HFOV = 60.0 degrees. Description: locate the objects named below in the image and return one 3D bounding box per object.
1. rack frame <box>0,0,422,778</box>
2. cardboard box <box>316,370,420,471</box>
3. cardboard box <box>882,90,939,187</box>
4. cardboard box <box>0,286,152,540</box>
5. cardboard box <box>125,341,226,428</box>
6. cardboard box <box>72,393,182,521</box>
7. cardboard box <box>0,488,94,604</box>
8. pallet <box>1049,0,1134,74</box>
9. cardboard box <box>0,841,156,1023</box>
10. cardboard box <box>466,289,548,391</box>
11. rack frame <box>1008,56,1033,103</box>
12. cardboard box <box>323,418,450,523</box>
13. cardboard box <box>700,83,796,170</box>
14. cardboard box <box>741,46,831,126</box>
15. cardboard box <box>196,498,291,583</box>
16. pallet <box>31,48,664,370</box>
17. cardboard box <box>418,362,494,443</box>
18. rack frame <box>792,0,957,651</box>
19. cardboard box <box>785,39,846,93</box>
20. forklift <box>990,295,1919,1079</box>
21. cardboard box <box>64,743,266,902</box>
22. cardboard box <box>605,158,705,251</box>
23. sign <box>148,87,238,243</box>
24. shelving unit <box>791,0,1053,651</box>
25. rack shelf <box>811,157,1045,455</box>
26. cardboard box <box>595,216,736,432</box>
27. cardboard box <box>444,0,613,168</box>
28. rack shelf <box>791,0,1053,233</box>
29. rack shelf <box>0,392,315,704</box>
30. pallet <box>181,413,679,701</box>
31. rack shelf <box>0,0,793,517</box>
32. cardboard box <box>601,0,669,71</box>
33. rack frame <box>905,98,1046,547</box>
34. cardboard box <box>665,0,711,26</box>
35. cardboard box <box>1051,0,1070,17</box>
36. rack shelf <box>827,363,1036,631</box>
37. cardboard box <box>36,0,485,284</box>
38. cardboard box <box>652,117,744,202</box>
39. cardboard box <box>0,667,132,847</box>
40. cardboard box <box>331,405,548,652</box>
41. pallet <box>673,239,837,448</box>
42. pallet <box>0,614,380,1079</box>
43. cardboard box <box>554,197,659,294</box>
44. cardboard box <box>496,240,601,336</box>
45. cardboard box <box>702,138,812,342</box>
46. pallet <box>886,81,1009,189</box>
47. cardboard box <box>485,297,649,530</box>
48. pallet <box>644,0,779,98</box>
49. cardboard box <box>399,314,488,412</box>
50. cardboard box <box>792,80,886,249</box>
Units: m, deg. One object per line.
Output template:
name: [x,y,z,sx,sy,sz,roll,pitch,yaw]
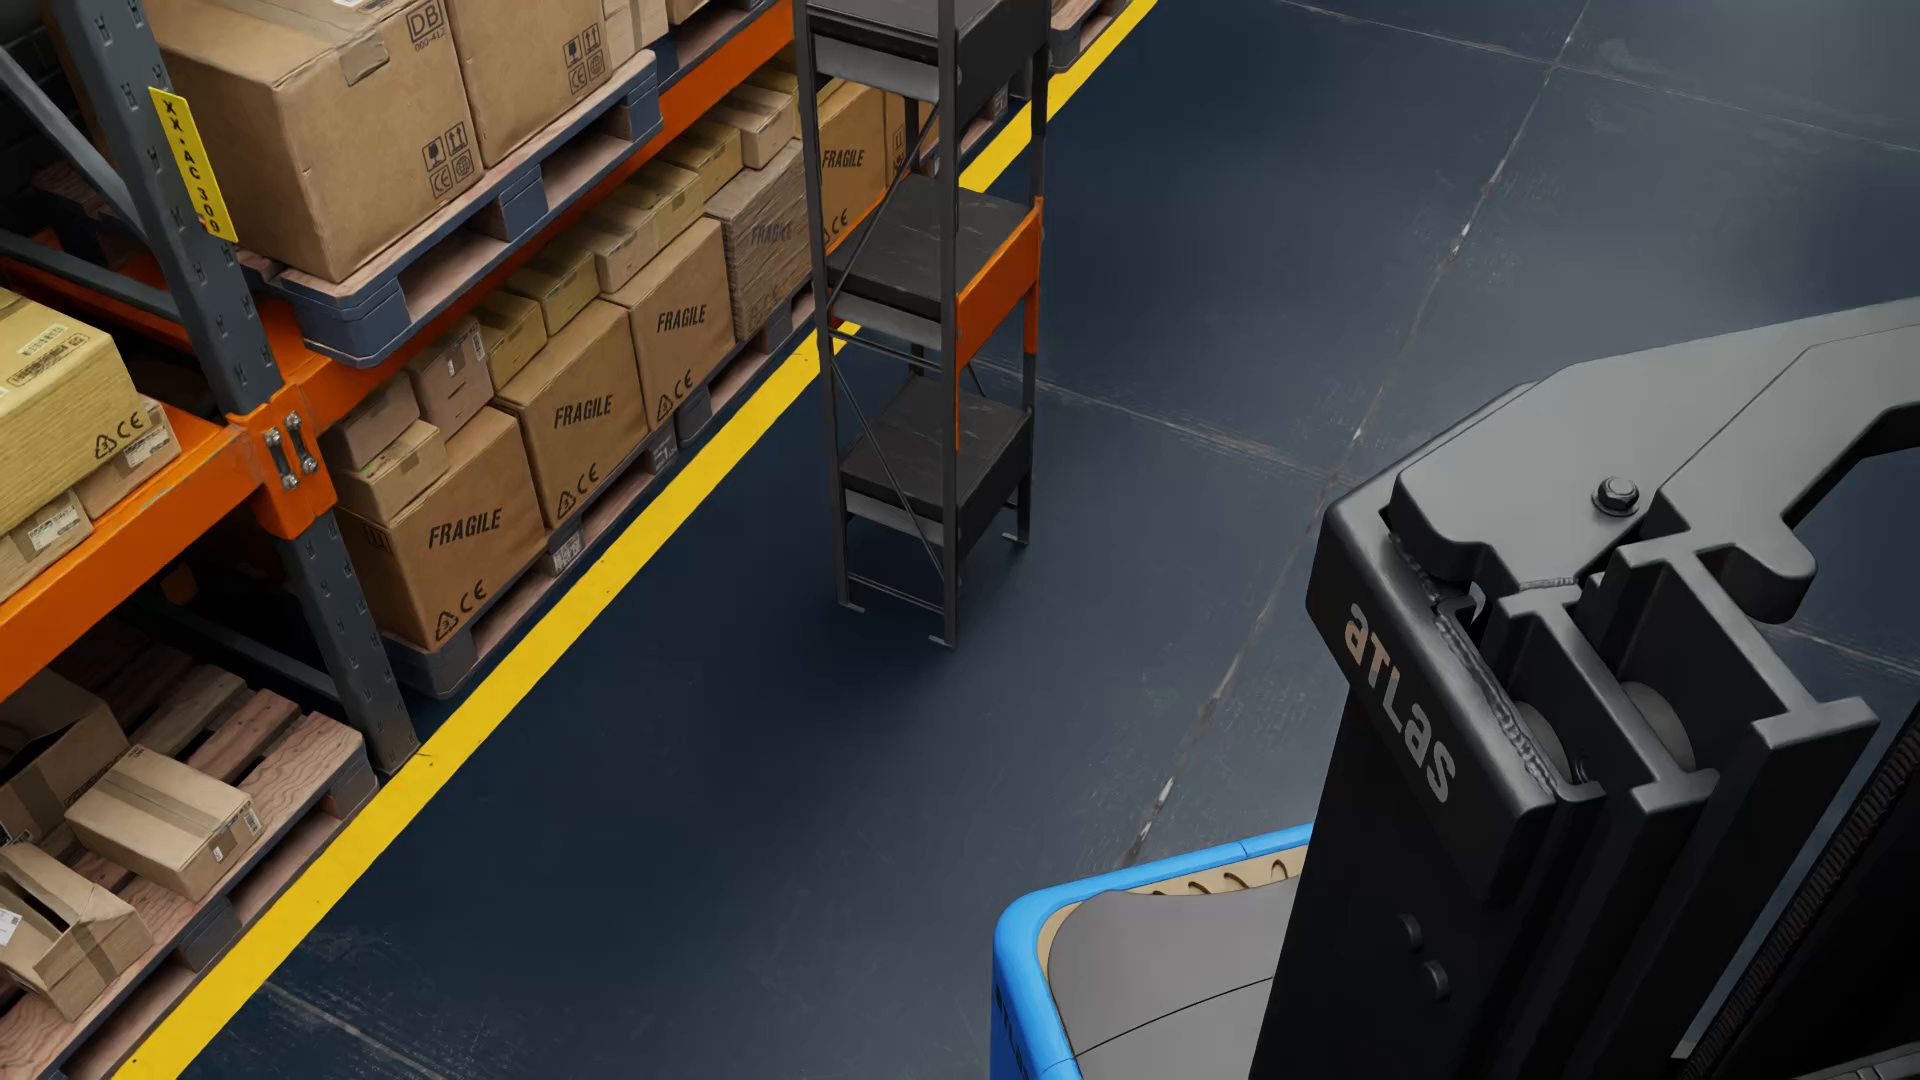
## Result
rack frame: [-1.984,-0.600,3.734,1.000,3.000,0.127,20,49,19]
cardboard box: [-1.636,-0.360,4.293,0.380,0.149,0.250,20,49,18]
cardboard box: [-0.375,-1.740,6.322,0.500,0.500,0.500,20,49,18]
cardboard box: [-2.004,-0.250,3.285,0.500,0.250,0.500,22,49,20]
cardboard box: [-2.069,-0.424,4.566,0.380,0.149,0.250,19,48,18]
cardboard box: [-1.908,-0.227,3.542,0.380,0.149,0.250,21,49,20]
cardboard box: [-2.010,-0.056,3.373,0.380,0.149,0.250,22,49,20]
pallet: [0.289,-2.645,7.716,1.003,0.211,1.213,20,49,19]
cardboard box: [-2.148,0.886,3.892,0.396,0.266,0.258,22,49,20]
cardboard box: [-1.413,-0.600,4.741,0.380,0.149,0.250,18,48,17]
rack frame: [-0.127,-3.120,6.224,1.000,3.000,0.127,20,49,19]
cardboard box: [-1.582,-0.235,4.379,0.380,0.149,0.250,23,50,21]
cardboard box: [-0.773,-1.396,5.527,0.380,0.149,0.250,18,48,17]
cardboard box: [-0.671,-1.580,5.709,0.380,0.149,0.250,20,49,18]
cardboard box: [-2.018,-0.276,4.876,0.500,0.500,0.500,20,49,19]
pallet: [-1.516,-1.000,4.264,1.003,0.211,1.213,20,49,19]
cardboard box: [-1.522,-0.435,4.577,0.380,0.149,0.250,19,48,18]
rack frame: [-0.190,-0.480,4.248,0.400,2.100,0.015,20,49,19]
cardboard box: [-0.556,-1.737,5.864,0.380,0.149,0.250,22,49,20]
forklift: [0.941,1.310,1.895,1.130,2.935,3.031,-12,46,-11]
cardboard box: [-1.983,0.703,4.156,0.380,0.149,0.250,19,48,18]
cardboard box: [-1.031,-1.078,5.213,0.380,0.149,0.250,22,49,20]
sign: [-1.500,-0.730,3.254,0.100,0.325,0.005,20,49,19]
shelving unit: [-0.077,-0.634,4.400,0.431,2.100,0.503,20,49,19]
rack shelf: [-0.077,-0.624,4.410,0.431,0.518,0.480,20,49,19]
cardboard box: [-1.086,-0.751,5.345,0.500,0.500,0.500,19,48,18]
cardboard box: [-1.321,-1.340,4.100,0.700,0.500,0.500,21,49,19]
rack shelf: [-0.077,-1.116,3.912,0.431,0.518,0.480,20,49,19]
rack shelf: [-2.913,0.913,2.745,1.077,0.370,4.000,20,49,19]
pallet: [-1.640,-0.145,5.245,1.003,0.211,1.213,20,49,19]
rack shelf: [-1.056,-1.607,5.235,1.077,0.370,4.000,20,49,19]
cardboard box: [-0.999,-1.449,4.372,0.396,0.266,0.258,23,50,21]
rack frame: [0.036,-0.788,4.552,0.400,2.100,0.015,20,49,19]
cardboard box: [-0.957,-1.834,4.588,0.700,0.500,0.500,20,49,19]
cardboard box: [0.174,-2.821,7.304,0.875,0.625,0.625,22,49,20]
rack shelf: [-0.077,-0.132,4.908,0.431,0.518,0.480,20,49,19]
cardboard box: [-1.561,-1.014,3.777,0.700,0.500,0.500,22,49,20]
cardboard box: [-0.932,-1.258,5.390,0.380,0.149,0.250,21,49,19]
cardboard box: [-2.500,0.536,4.207,0.500,0.311,0.500,22,49,20]
cardboard box: [-1.560,-0.099,4.701,0.500,0.500,0.500,22,49,21]
pallet: [-1.075,-0.916,6.007,1.003,0.211,1.213,20,49,19]
pallet: [-2.304,0.813,4.299,1.003,0.211,1.213,20,49,19]
cardboard box: [-1.149,-0.923,5.059,0.380,0.149,0.250,20,49,19]
cardboard box: [-1.298,-0.778,4.916,0.380,0.149,0.250,20,49,18]
cardboard box: [-0.840,-1.076,5.666,0.500,0.500,0.500,19,48,18]
pallet: [-0.507,-1.682,6.764,1.003,0.211,1.213,20,49,19]
cardboard box: [-1.322,-0.438,5.036,0.500,0.500,0.500,20,49,19]
pallet: [-1.026,-1.826,5.080,1.003,0.211,1.213,20,49,19]
cardboard box: [-1.504,-0.519,4.451,0.380,0.149,0.250,18,48,17]
cardboard box: [-0.615,-1.409,5.996,0.500,0.500,0.500,22,49,21]
